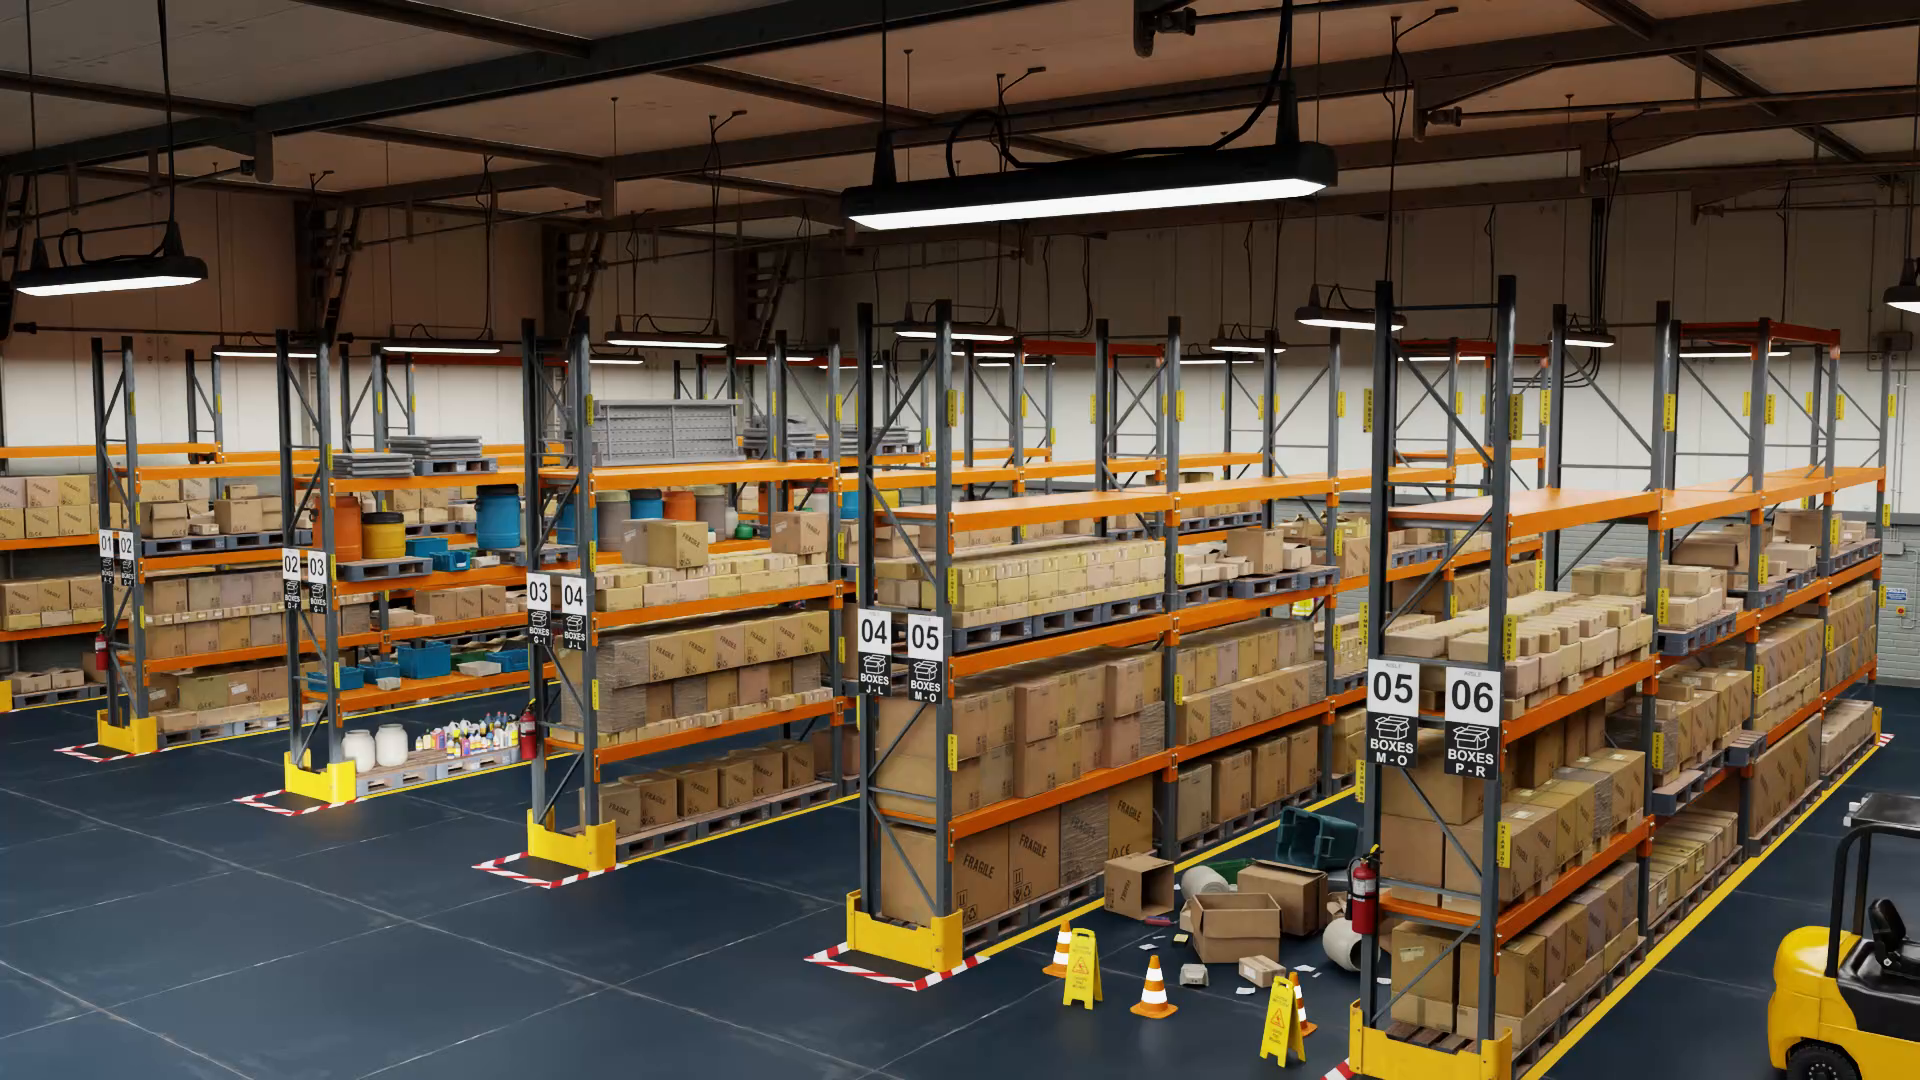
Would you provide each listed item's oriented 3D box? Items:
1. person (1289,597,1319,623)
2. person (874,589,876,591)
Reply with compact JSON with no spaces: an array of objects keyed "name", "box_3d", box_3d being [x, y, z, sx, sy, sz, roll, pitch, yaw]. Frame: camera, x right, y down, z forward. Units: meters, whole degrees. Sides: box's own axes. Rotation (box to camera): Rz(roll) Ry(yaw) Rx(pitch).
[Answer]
[{"name":"person","box_3d":[6.667,1.465,32.279,0.570,1.754,0.656,-1,5,-9]},{"name":"person","box_3d":[-1.771,1.204,35.253,0.609,1.715,1.084,3,6,29]}]
